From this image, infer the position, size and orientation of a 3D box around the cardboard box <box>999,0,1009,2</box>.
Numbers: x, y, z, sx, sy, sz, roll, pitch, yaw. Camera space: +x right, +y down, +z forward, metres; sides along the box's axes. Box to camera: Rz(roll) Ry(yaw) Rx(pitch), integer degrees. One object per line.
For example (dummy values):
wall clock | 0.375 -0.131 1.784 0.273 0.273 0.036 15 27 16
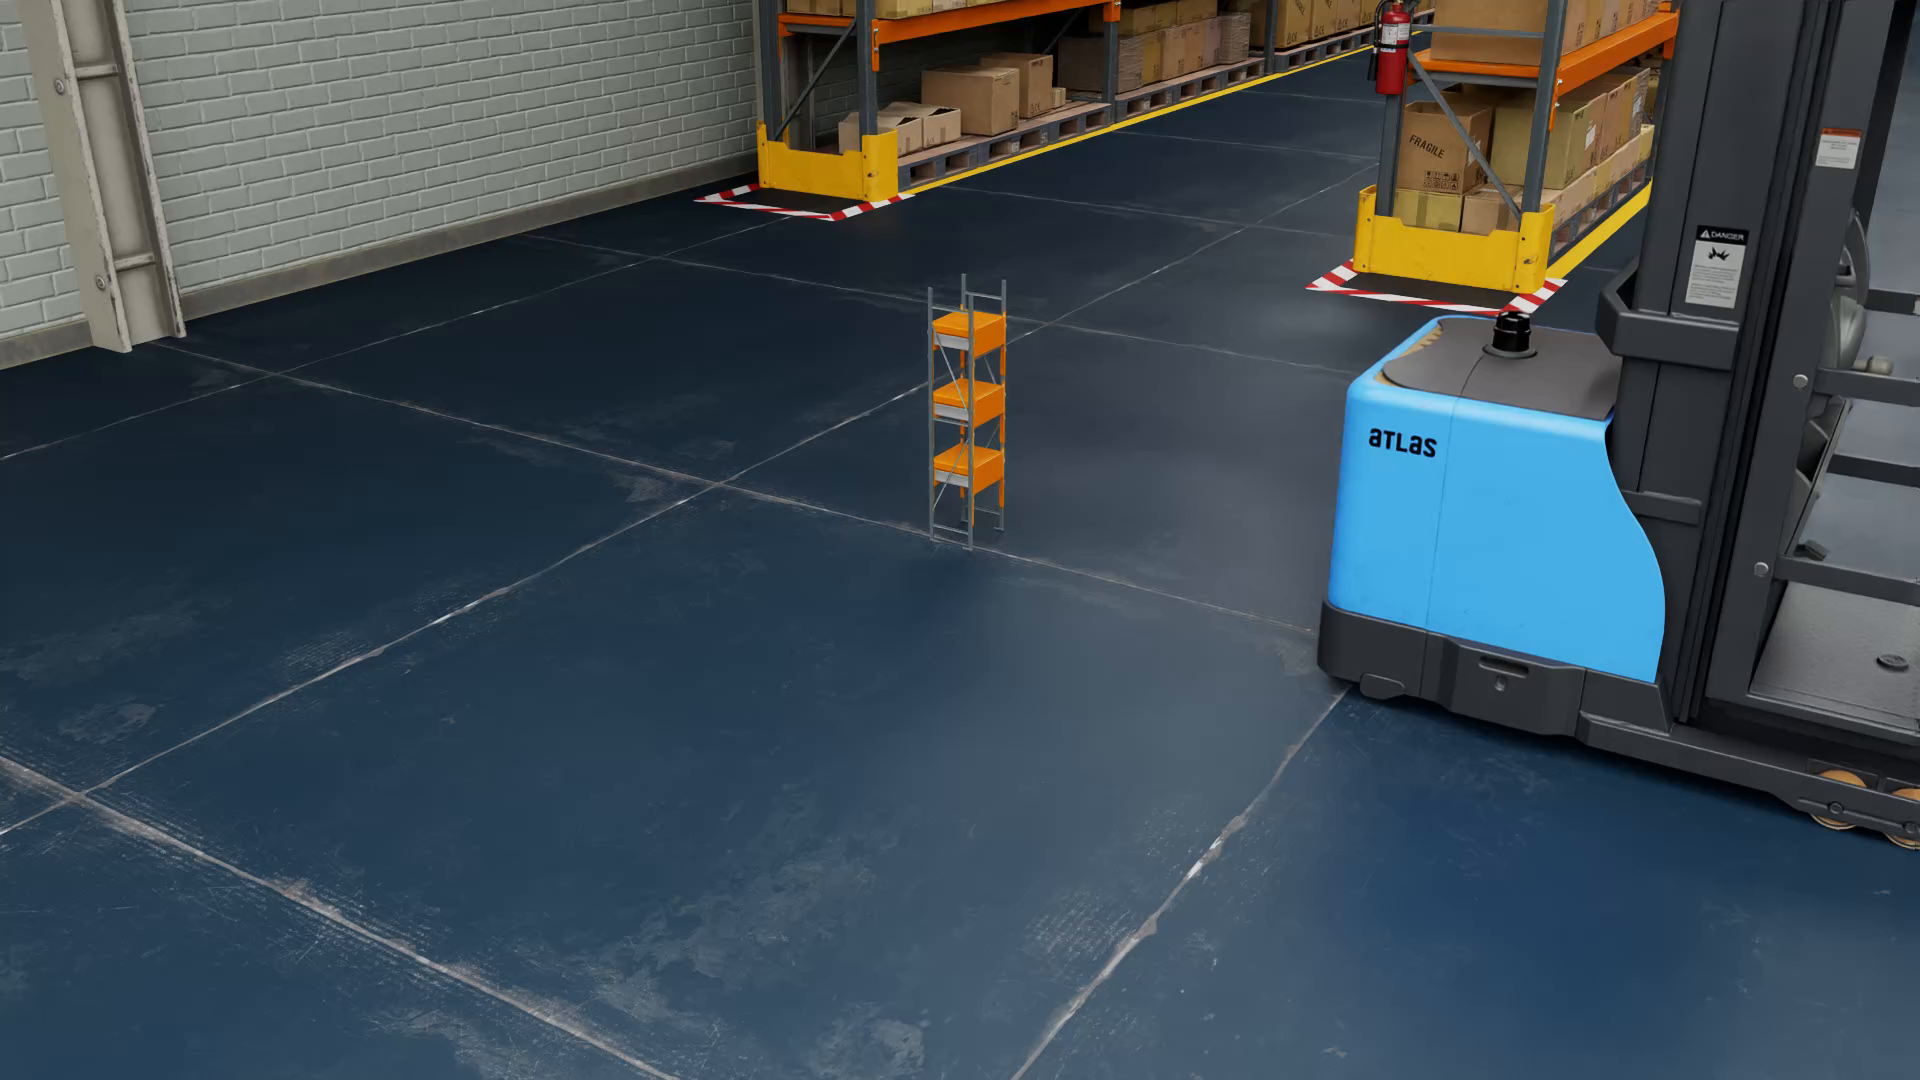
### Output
cardboard box | 0.248 -4.666 13.917 0.500 0.250 0.500 14 27 29

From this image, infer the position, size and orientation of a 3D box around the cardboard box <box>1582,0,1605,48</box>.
cardboard box | 3.924 -3.617 11.204 0.700 0.500 0.500 14 27 29

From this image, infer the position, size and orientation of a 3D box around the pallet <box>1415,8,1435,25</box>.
pallet | 6.357 -7.533 23.885 1.003 0.211 1.213 14 27 29

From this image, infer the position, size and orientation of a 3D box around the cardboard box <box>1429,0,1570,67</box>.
cardboard box | 3.385 -3.273 10.408 0.700 0.500 0.500 14 27 29

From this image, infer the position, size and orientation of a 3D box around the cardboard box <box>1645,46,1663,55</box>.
cardboard box | 6.281 -4.494 15.583 0.500 0.311 0.500 13 27 28

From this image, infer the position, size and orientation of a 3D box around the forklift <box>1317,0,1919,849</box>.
forklift | 2.729 -0.709 4.698 3.031 2.935 1.130 14 27 29

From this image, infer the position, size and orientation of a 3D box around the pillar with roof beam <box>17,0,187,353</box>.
pillar with roof beam | -0.956 -4.352 5.476 9.100 9.000 0.400 14 27 29

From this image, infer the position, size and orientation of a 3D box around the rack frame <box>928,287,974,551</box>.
rack frame | -0.036 -0.459 6.488 0.200 1.050 0.008 14 27 29

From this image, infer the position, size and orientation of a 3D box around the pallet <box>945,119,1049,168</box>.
pallet | 0.060 -3.532 14.642 1.003 0.211 1.213 14 27 29

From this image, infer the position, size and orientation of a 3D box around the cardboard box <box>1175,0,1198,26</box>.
cardboard box | 2.180 -5.600 17.559 0.500 0.250 0.500 14 27 29

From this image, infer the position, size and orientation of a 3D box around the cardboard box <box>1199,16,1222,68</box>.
cardboard box | 2.431 -5.460 18.180 0.700 0.500 0.500 14 27 29

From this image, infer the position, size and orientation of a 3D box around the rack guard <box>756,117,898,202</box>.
rack guard | -1.043 -2.987 13.021 1.175 0.500 0.348 14 27 29

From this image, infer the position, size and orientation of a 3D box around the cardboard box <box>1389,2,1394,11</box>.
cardboard box | 5.728 -7.435 22.768 0.700 0.500 0.500 14 27 30

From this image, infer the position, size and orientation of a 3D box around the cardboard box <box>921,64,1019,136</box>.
cardboard box | 0.089 -3.808 14.363 0.700 0.500 0.500 12 26 26

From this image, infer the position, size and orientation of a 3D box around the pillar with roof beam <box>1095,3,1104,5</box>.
pillar with roof beam | 5.374 -8.402 14.832 9.100 9.000 0.400 14 27 29

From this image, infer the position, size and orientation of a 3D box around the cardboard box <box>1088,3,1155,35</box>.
cardboard box | 1.631 -5.259 16.771 0.500 0.250 0.500 13 27 28

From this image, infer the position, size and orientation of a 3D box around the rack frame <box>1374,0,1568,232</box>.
rack frame | 3.127 -3.072 10.070 1.000 3.000 0.127 14 27 29

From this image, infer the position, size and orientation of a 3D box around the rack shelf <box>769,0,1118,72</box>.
rack shelf | -0.028 -4.454 14.168 1.077 0.370 4.000 14 27 29

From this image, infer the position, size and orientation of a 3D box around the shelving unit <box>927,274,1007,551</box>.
shelving unit | 0.028 -0.500 6.583 0.215 1.050 0.252 14 27 29

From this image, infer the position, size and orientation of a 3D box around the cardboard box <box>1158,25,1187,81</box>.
cardboard box | 1.935 -5.114 17.381 0.700 0.500 0.500 14 27 30

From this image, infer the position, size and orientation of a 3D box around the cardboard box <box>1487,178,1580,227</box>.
cardboard box | 3.860 -2.307 11.235 0.500 0.250 0.500 14 27 29

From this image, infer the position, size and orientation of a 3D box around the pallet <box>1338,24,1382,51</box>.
pallet | 4.904 -6.603 21.737 1.003 0.211 1.213 14 27 29

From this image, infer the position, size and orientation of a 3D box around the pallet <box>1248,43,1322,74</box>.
pallet | 3.617 -5.780 19.835 1.003 0.211 1.213 14 27 29

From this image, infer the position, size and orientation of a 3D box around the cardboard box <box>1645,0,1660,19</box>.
cardboard box | 5.009 -4.317 12.820 0.700 0.500 0.500 13 27 28

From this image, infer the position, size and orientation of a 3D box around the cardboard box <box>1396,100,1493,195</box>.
cardboard box | 3.158 -2.590 10.946 0.500 0.500 0.500 14 27 29

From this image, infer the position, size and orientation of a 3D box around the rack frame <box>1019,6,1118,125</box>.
rack frame | 1.027 -5.459 15.584 1.000 3.000 0.127 14 27 29

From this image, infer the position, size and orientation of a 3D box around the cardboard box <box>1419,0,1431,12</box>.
cardboard box | 6.269 -7.777 23.557 0.700 0.500 0.500 15 27 30

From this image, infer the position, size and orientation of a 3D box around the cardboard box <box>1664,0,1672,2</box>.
cardboard box | 5.878 -4.563 13.831 0.380 0.149 0.250 14 27 29

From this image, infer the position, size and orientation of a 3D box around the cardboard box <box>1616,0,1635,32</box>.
cardboard box | 4.468 -3.969 12.017 0.700 0.500 0.500 14 27 30

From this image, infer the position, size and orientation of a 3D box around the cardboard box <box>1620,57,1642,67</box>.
cardboard box | 5.742 -4.152 14.792 0.500 0.311 0.500 14 27 29

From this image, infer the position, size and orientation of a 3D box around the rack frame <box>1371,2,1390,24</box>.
rack frame | 5.247 -8.159 21.821 1.000 3.000 0.127 14 27 29

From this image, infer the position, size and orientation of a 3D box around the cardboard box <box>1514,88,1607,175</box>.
cardboard box | 4.114 -2.822 11.482 0.500 0.500 0.500 14 27 29

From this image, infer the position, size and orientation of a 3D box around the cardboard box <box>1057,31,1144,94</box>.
cardboard box | 1.401 -4.766 16.575 0.700 0.500 0.500 15 28 31

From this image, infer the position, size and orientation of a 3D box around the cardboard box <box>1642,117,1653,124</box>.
cardboard box | 5.661 -3.437 13.846 0.500 0.250 0.500 13 27 28

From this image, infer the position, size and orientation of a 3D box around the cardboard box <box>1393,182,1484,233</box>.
cardboard box | 3.159 -2.246 11.094 0.500 0.250 0.500 14 27 29

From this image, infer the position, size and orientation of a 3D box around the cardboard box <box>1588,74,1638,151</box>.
cardboard box | 4.644 -3.159 12.260 0.500 0.500 0.500 14 27 29

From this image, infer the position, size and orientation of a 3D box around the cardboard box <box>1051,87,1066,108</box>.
cardboard box | 0.770 -4.174 15.628 0.380 0.166 0.250 10 25 22

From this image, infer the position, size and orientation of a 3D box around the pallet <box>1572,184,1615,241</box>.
pallet | 4.140 -2.469 12.188 1.003 0.211 1.213 14 27 29

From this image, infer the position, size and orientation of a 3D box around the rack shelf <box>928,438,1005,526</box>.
rack shelf | 0.028 -0.235 6.698 0.215 0.259 0.240 14 27 29

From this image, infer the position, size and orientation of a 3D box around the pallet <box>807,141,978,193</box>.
pallet | -0.584 -3.122 13.695 1.003 0.211 1.213 14 27 29

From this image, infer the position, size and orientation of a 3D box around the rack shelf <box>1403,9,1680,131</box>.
rack shelf | 4.182 -3.417 11.773 1.077 0.370 4.000 14 27 29

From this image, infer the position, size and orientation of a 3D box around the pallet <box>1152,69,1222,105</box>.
pallet | 2.079 -4.856 17.701 1.003 0.211 1.213 14 27 29

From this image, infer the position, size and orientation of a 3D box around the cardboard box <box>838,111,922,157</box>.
cardboard box | -0.642 -3.291 13.408 0.500 0.311 0.500 11 26 23

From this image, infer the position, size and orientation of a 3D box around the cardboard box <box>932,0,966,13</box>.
cardboard box | -0.294 -4.326 13.130 0.500 0.250 0.500 13 27 27

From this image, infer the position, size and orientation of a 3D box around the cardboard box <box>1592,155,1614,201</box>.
cardboard box | 4.392 -2.643 12.012 0.500 0.250 0.500 14 27 29

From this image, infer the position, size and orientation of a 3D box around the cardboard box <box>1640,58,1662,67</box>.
cardboard box | 6.208 -4.040 14.534 0.500 0.311 0.500 13 27 27

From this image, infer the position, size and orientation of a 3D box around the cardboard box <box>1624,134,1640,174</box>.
cardboard box | 4.906 -2.984 12.800 0.500 0.250 0.500 14 27 29

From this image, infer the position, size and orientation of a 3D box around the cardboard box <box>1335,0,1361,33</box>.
cardboard box | 4.548 -6.818 20.901 0.750 0.750 0.750 15 27 31

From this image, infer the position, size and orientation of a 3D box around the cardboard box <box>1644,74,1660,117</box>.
cardboard box | 5.667 -3.698 13.742 0.500 0.311 0.500 14 27 29

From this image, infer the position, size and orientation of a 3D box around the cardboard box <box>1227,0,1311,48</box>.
cardboard box | 3.636 -6.236 19.556 0.750 0.750 0.750 13 27 28
